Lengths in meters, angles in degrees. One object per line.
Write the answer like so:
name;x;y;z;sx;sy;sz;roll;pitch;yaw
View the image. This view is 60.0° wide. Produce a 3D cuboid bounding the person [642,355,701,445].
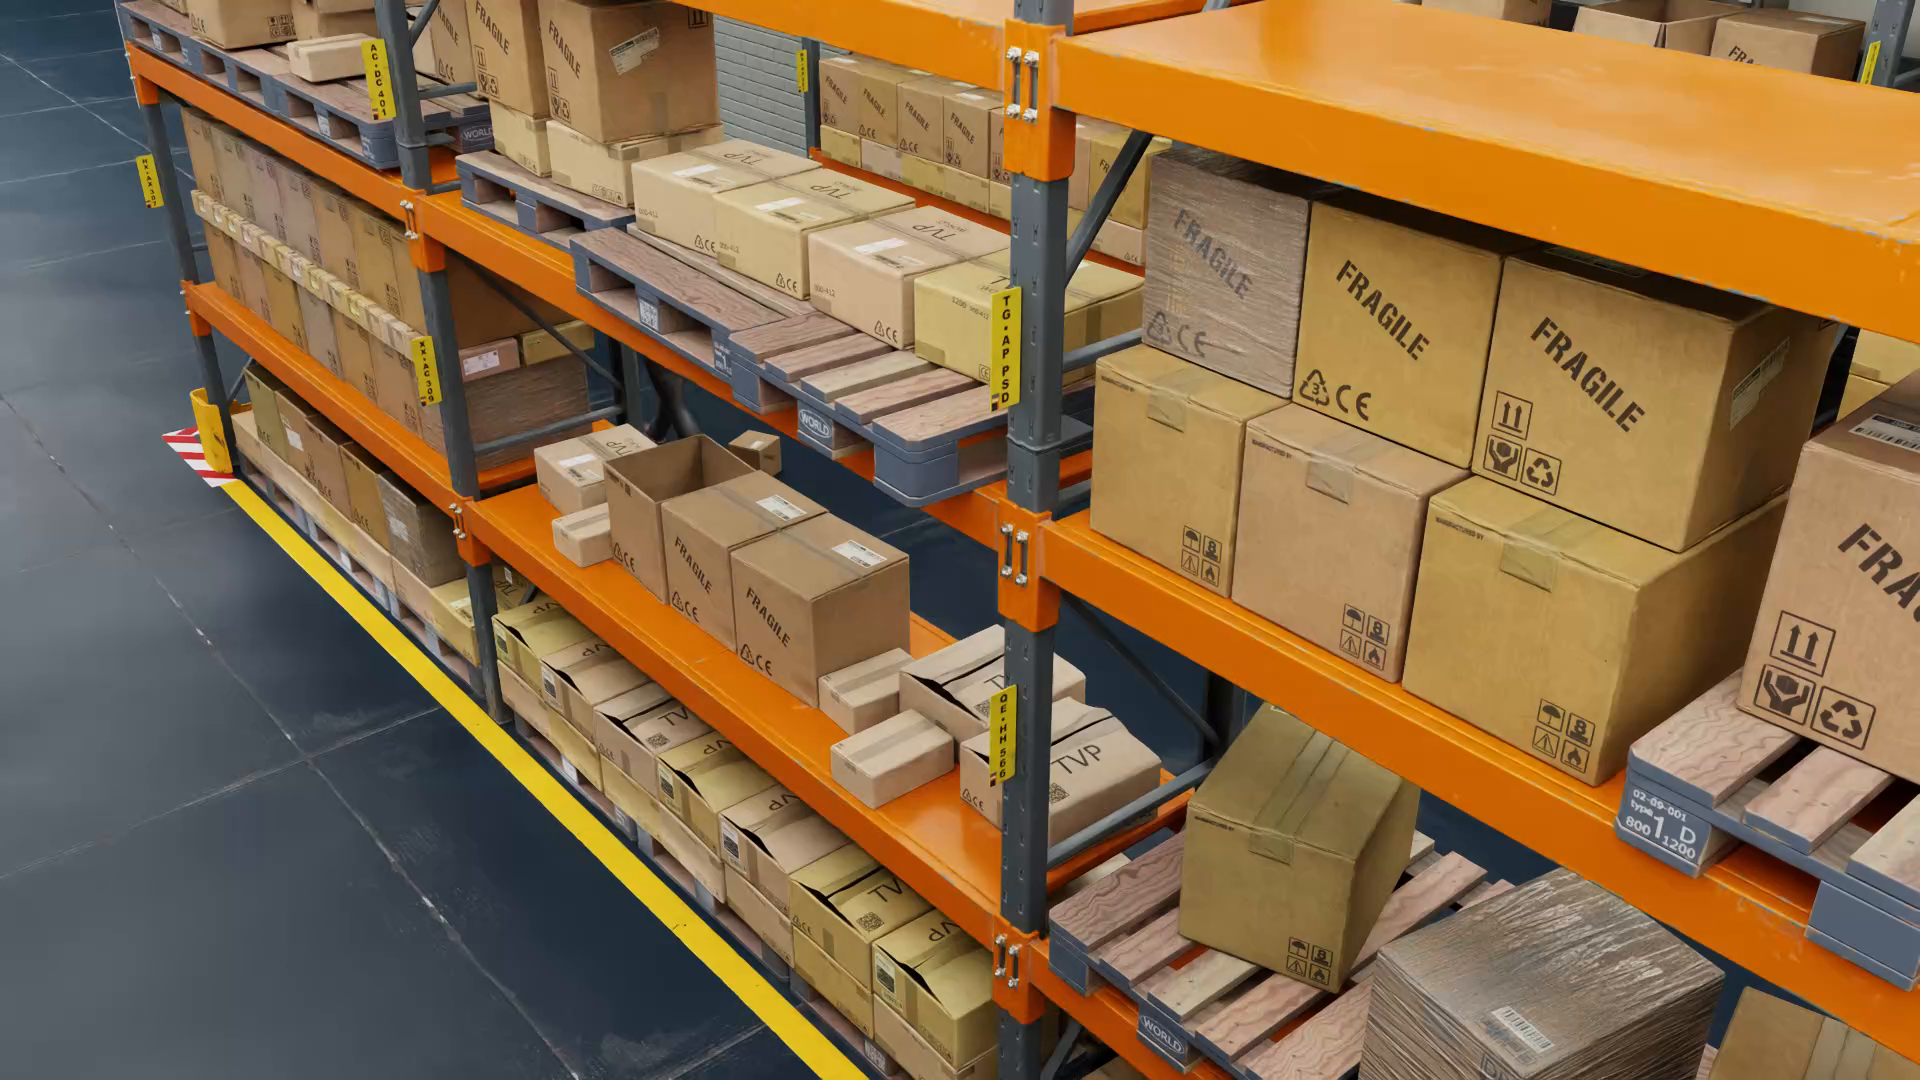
person;-1.967;-1.254;10.924;0.996;1.591;0.466;24;36;37
